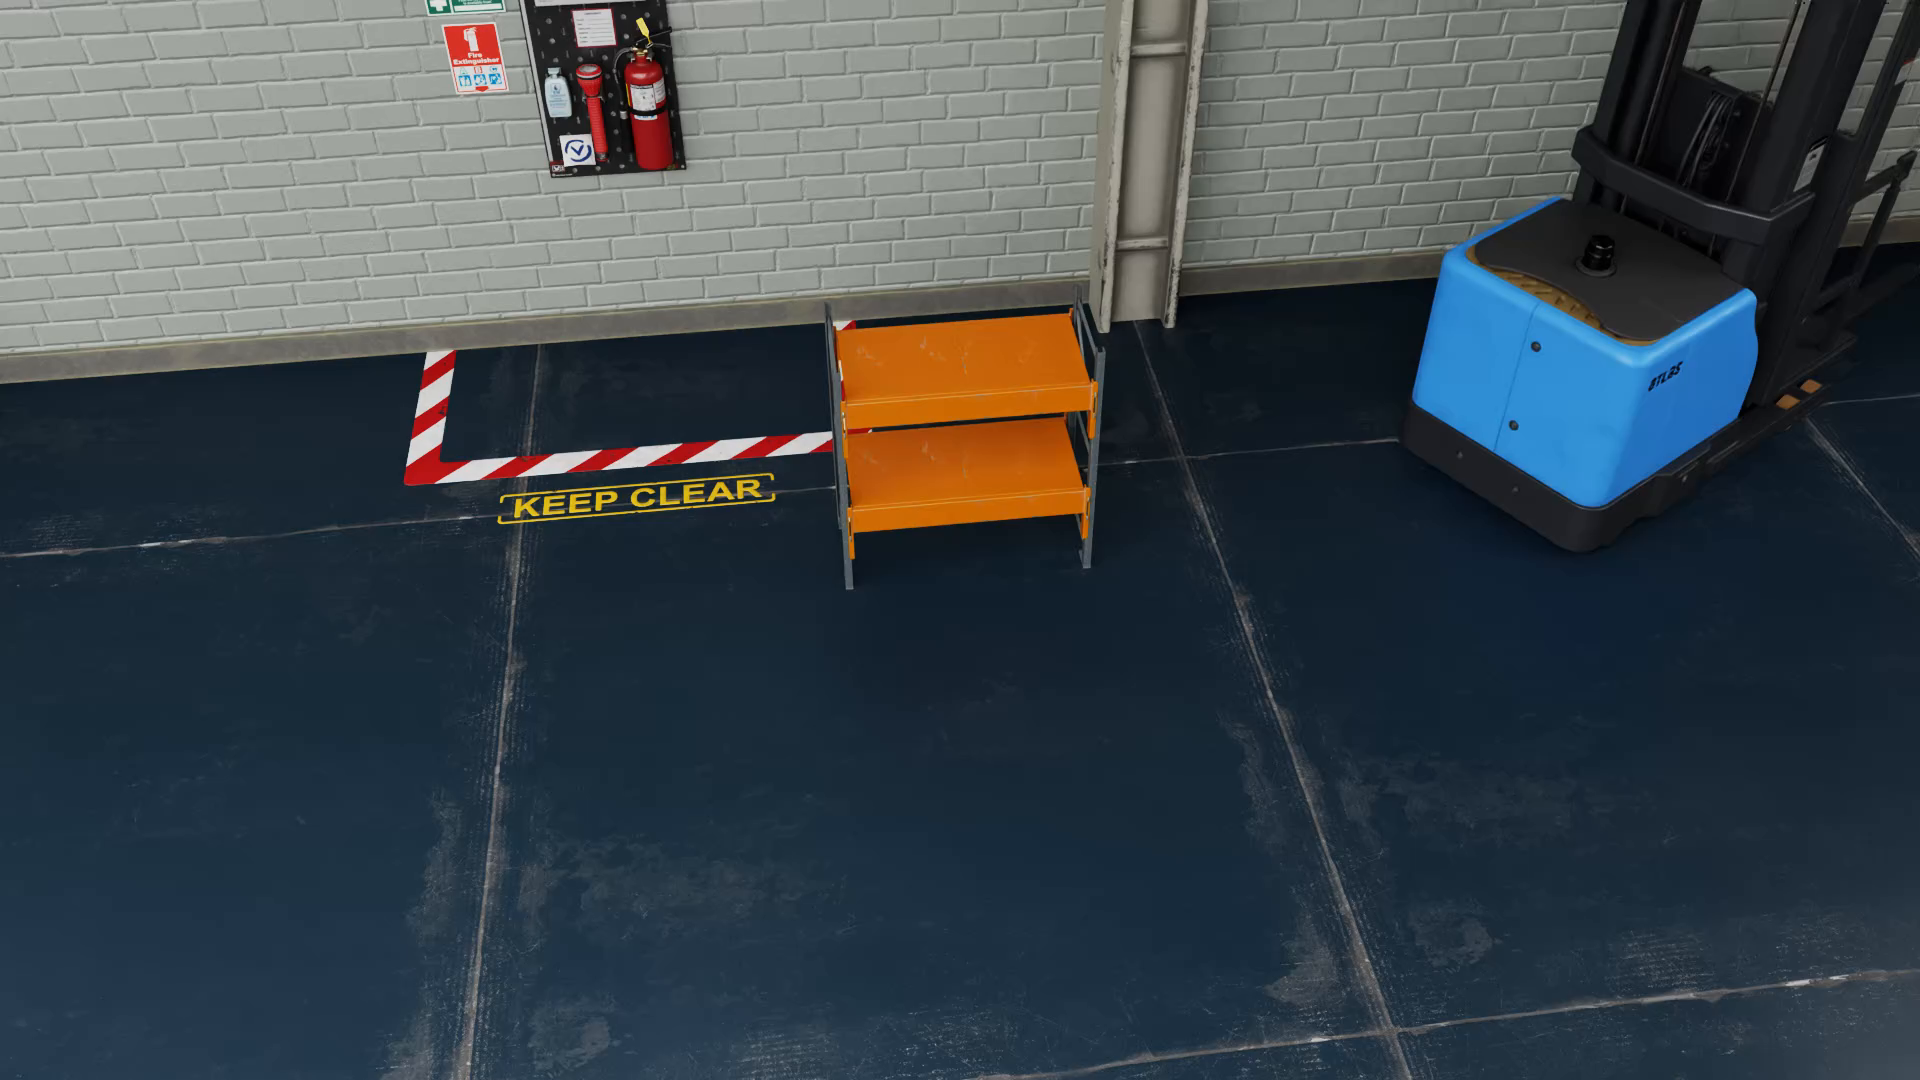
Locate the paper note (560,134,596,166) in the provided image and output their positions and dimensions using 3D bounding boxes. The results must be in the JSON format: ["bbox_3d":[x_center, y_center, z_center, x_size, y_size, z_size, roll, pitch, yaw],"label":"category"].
[{"bbox_3d":[-1.761,-1.795,7.658,0.142,0.148,0.016,-5,42,-6],"label":"paper note"}]

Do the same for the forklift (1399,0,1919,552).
[{"bbox_3d":[3.493,-1.856,7.120,3.031,2.935,1.130,-28,49,-27],"label":"forklift"}]

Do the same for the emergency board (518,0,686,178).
[{"bbox_3d":[-1.576,-2.091,7.329,0.643,1.169,0.194,-5,42,-6],"label":"emergency board"}]

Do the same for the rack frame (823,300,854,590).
[{"bbox_3d":[-0.497,-0.374,6.825,0.032,1.125,0.500,-5,42,-6],"label":"rack frame"}]

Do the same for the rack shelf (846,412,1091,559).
[{"bbox_3d":[0.007,-0.237,7.038,1.000,0.278,0.538,-5,42,-6],"label":"rack shelf"}]

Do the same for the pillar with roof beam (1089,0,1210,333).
[{"bbox_3d":[1.437,-1.649,2.360,0.400,9.000,9.100,-5,42,-6],"label":"pillar with roof beam"}]

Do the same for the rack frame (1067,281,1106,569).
[{"bbox_3d":[0.511,-0.462,6.923,0.032,1.125,0.500,-5,42,-6],"label":"rack frame"}]

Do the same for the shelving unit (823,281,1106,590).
[{"bbox_3d":[0.007,-0.418,6.874,1.048,1.125,0.538,-5,42,-6],"label":"shelving unit"}]

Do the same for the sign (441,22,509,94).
[{"bbox_3d":[-2.138,-2.125,7.340,0.234,0.329,0.001,-5,42,-6],"label":"sign"}]

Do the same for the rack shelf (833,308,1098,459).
[{"bbox_3d":[0.007,-0.636,6.678,1.000,0.278,0.538,-5,42,-6],"label":"rack shelf"}]

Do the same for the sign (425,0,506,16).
[{"bbox_3d":[-2.132,-2.316,7.156,0.331,0.109,0.001,-5,42,-6],"label":"sign"}]
